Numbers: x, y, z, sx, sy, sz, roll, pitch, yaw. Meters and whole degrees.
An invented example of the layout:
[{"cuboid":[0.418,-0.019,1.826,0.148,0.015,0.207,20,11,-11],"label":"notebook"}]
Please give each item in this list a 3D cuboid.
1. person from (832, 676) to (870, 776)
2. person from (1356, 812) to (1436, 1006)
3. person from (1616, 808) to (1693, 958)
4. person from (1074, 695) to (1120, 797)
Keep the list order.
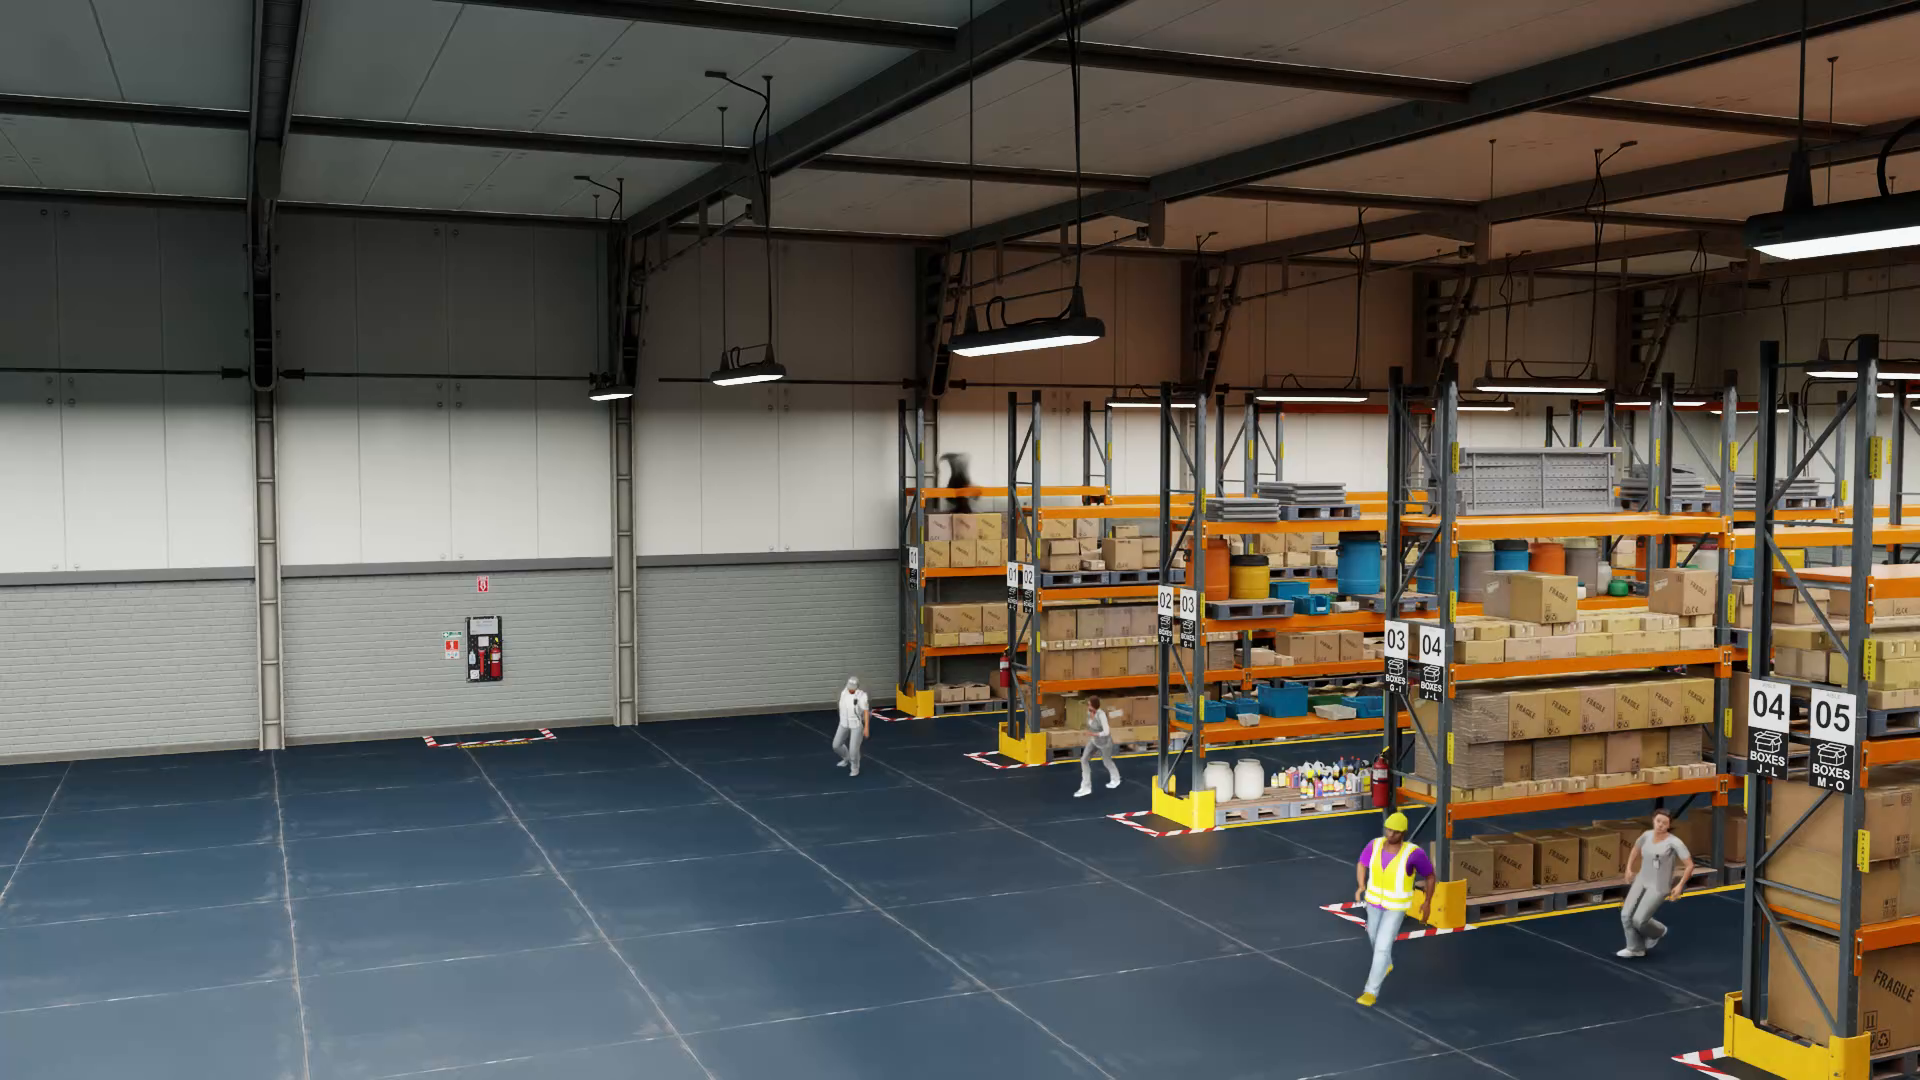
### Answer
[{"cuboid":[-1.674,2.863,25.729,0.756,1.578,0.694,2,4,26],"label":"person"},{"cuboid":[3.943,3.358,15.251,0.740,1.743,0.988,3,4,39],"label":"person"},{"cuboid":[6.897,3.533,16.473,0.546,1.339,0.685,-2,4,-33],"label":"person"},{"cuboid":[2.084,2.963,24.194,0.540,1.471,0.972,3,5,44],"label":"person"}]
